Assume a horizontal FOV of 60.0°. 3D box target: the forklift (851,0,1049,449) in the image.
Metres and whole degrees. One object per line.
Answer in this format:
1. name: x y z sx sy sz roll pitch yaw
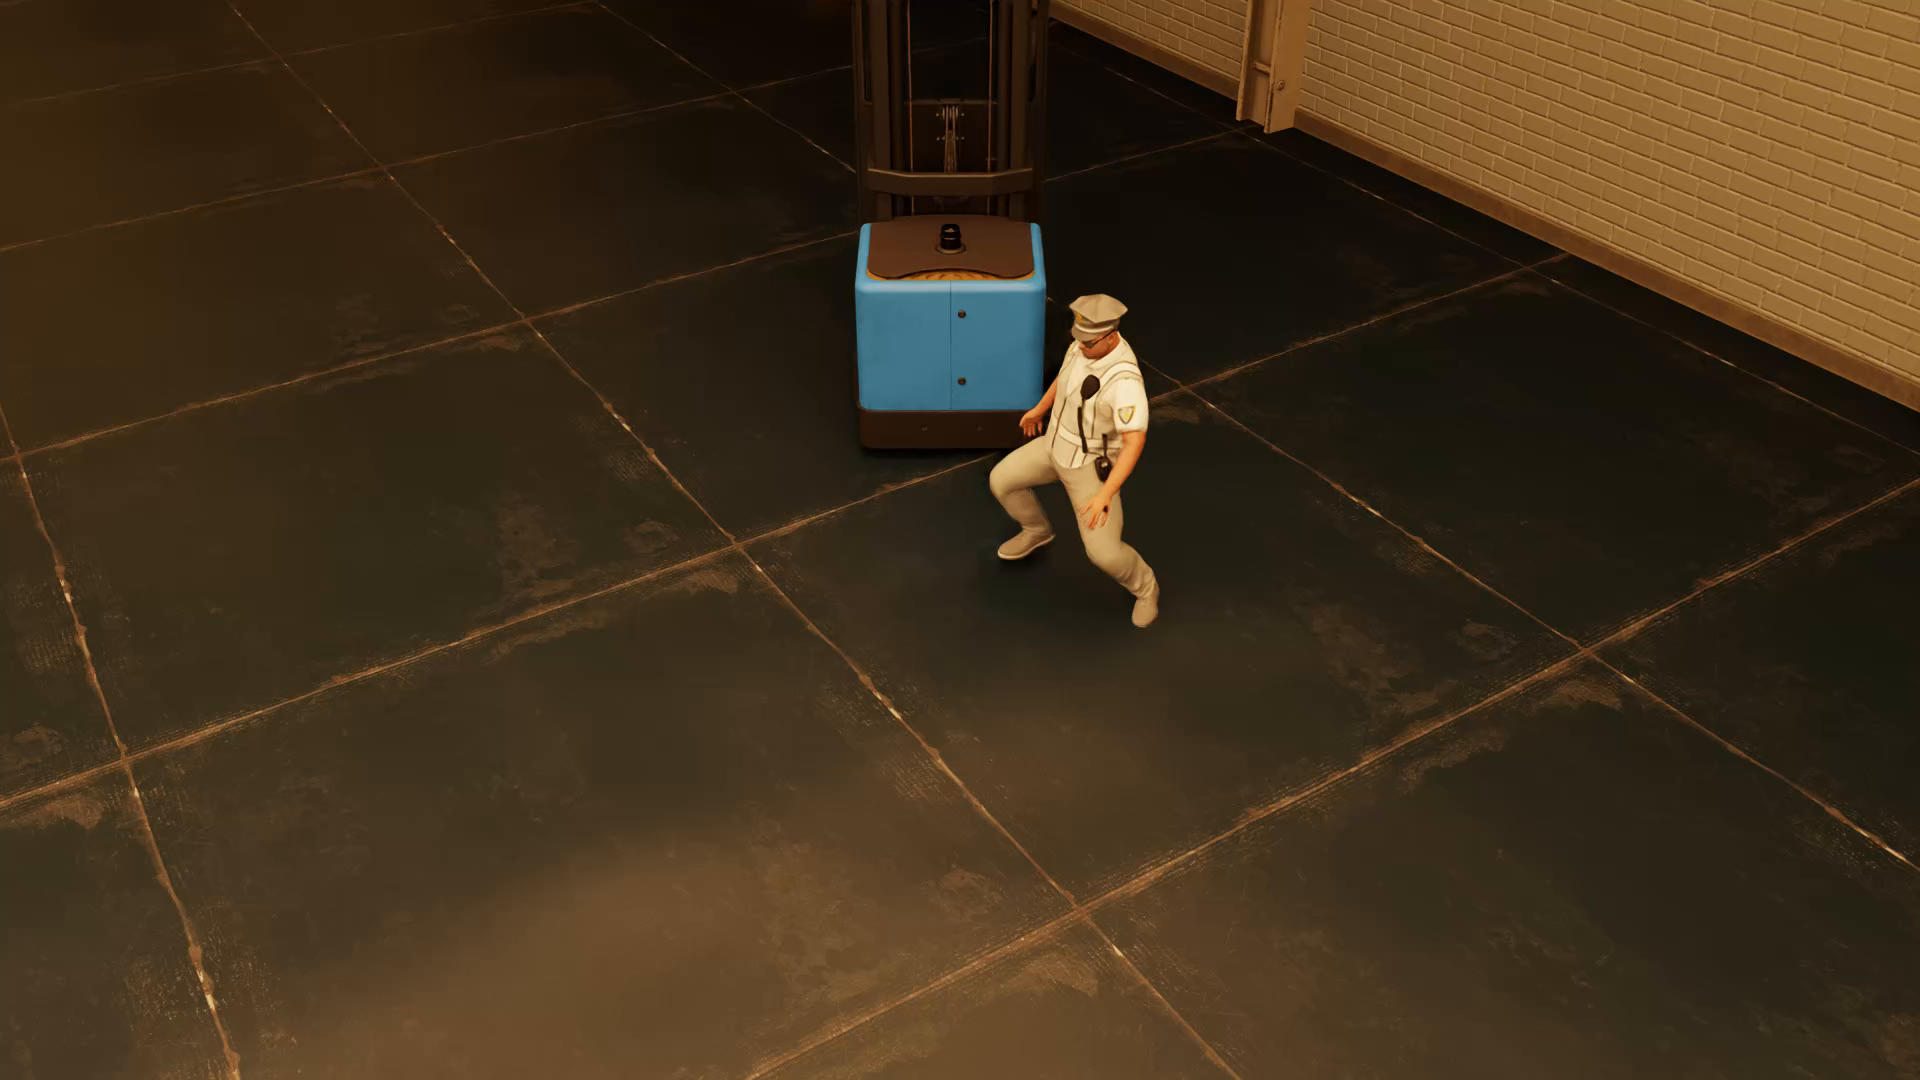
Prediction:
1. forklift: -0.057 -2.522 9.737 1.130 2.935 3.031 0 35 0

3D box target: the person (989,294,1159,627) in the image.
1. person: 0.599 -0.402 7.896 0.671 1.634 0.972 -15 38 -20
